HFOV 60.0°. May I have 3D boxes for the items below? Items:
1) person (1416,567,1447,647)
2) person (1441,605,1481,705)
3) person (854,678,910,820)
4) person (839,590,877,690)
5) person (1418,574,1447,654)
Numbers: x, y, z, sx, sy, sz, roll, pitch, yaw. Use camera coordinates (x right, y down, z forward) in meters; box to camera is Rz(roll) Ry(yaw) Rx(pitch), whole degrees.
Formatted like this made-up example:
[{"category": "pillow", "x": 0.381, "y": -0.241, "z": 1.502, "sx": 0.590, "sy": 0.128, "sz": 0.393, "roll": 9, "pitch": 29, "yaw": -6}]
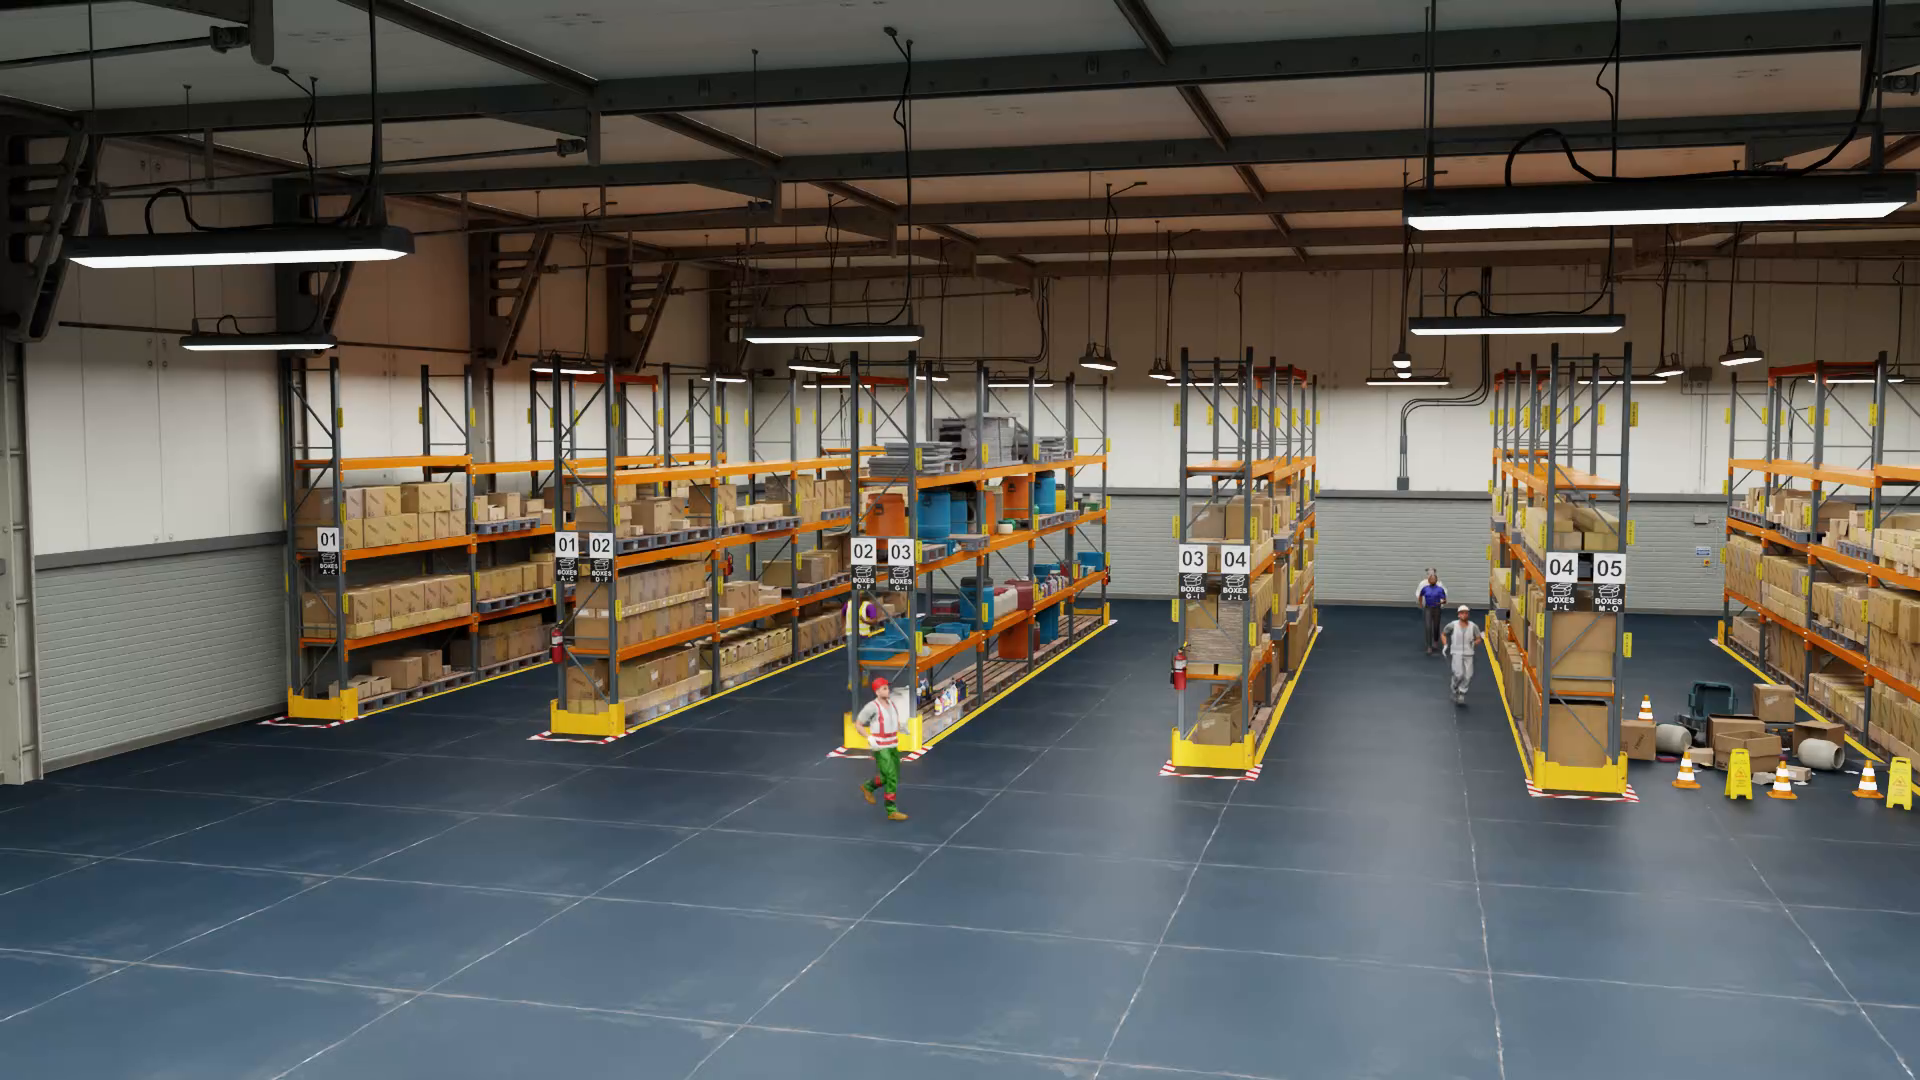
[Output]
[{"category": "person", "x": 10.356, "y": 1.469, "z": 36.616, "sx": 0.606, "sy": 1.747, "sz": 0.705, "roll": 2, "pitch": 5, "yaw": 28}, {"category": "person", "x": 8.696, "y": 2.003, "z": 28.776, "sx": 0.643, "sy": 1.743, "sz": 0.615, "roll": 0, "pitch": 4, "yaw": 6}, {"category": "person", "x": -0.980, "y": 2.599, "z": 20.823, "sx": 0.838, "sy": 1.757, "sz": 0.667, "roll": 3, "pitch": 5, "yaw": 38}, {"category": "person", "x": -1.779, "y": 1.693, "z": 28.923, "sx": 0.700, "sy": 1.804, "sz": 0.920, "roll": 1, "pitch": 4, "yaw": 7}, {"category": "person", "x": 10.082, "y": 1.555, "z": 35.541, "sx": 0.567, "sy": 1.660, "sz": 0.867, "roll": 1, "pitch": 4, "yaw": 17}]
